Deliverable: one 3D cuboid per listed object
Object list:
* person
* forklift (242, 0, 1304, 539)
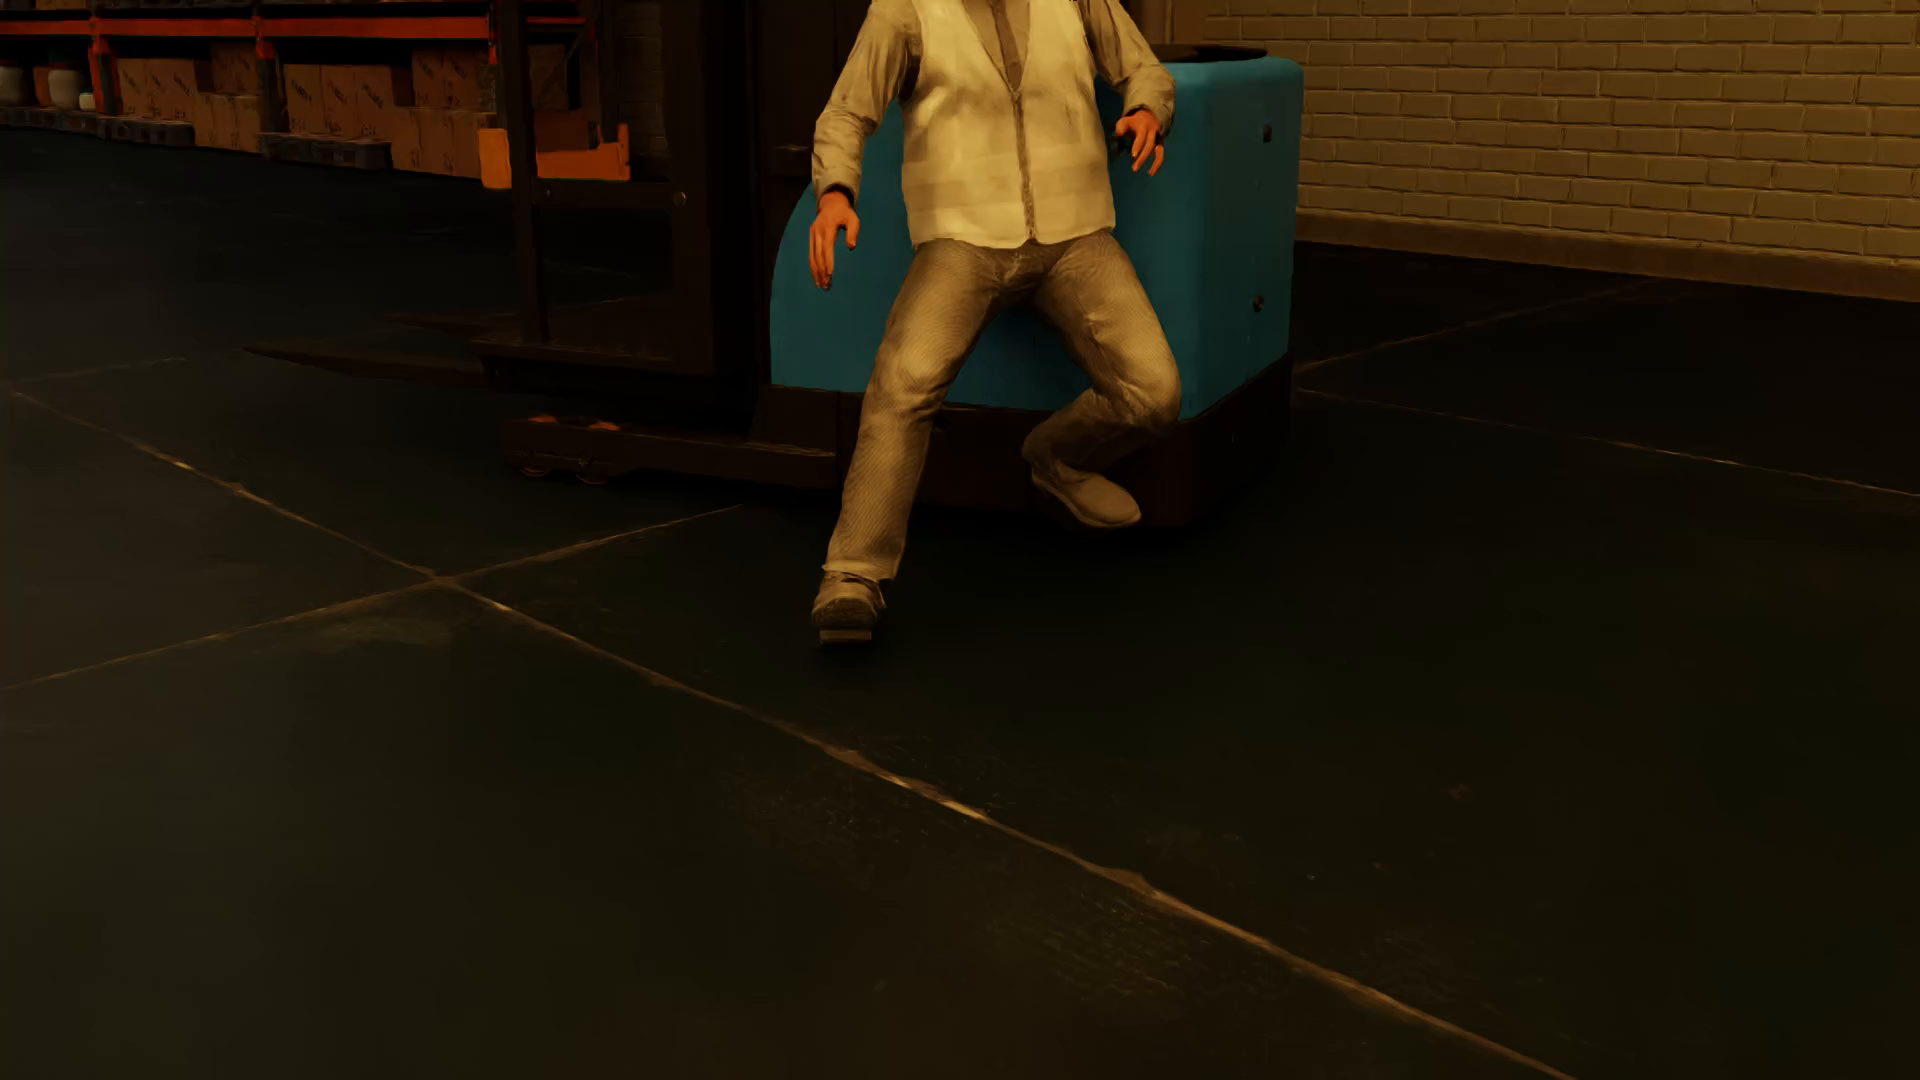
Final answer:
[{"bbox_3d":[0.054,-0.616,3.266,0.829,1.588,0.800,-4,18,-12],"label":"person"},{"bbox_3d":[-0.662,-1.676,4.355,3.031,2.935,1.130,8,19,23],"label":"forklift"}]
